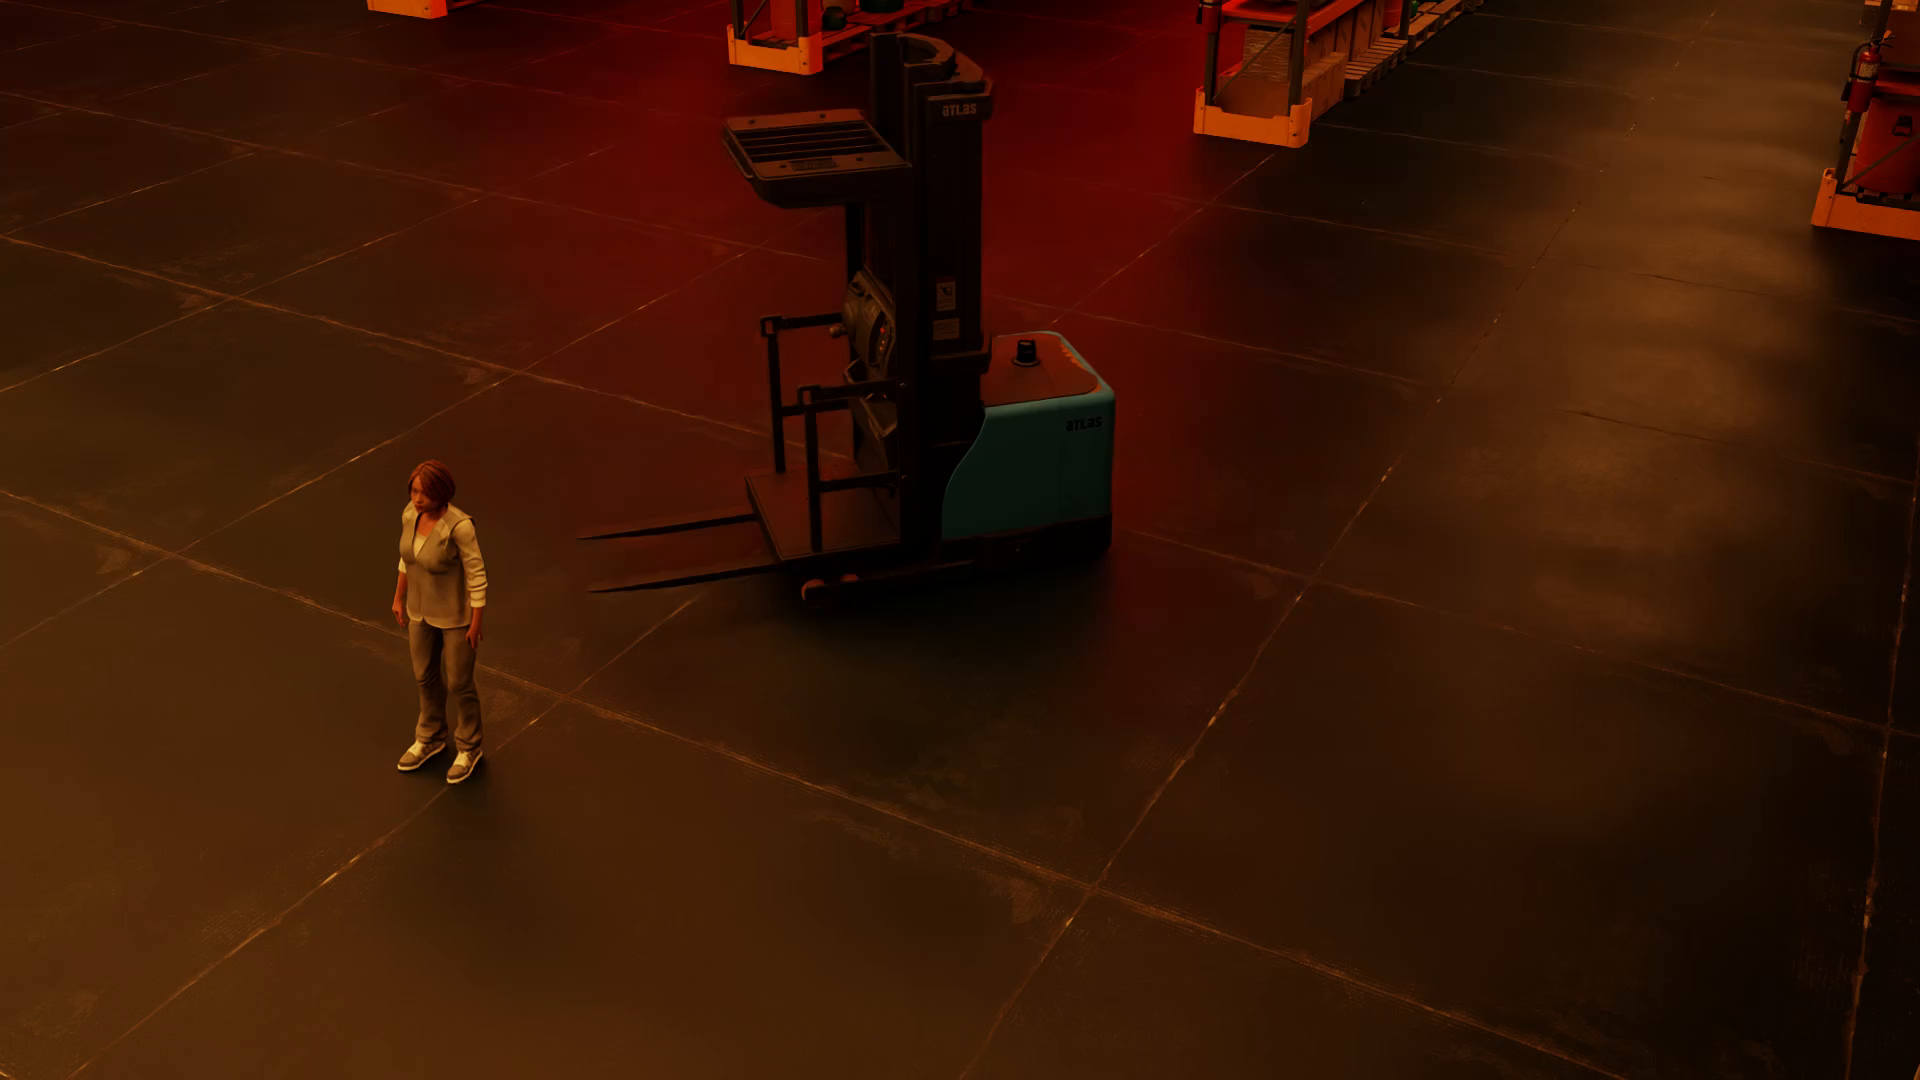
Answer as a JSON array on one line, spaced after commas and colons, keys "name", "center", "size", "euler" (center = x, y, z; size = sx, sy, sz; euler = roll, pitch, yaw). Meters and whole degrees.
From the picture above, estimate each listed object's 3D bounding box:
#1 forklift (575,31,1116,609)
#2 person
[{"name": "forklift", "center": [-0.683, -1.178, 9.111], "size": [3.031, 2.935, 1.130], "euler": [-9, 31, -15]}, {"name": "person", "center": [-2.442, 0.387, 7.739], "size": [0.498, 1.611, 0.428], "euler": [14, 33, 23]}]
